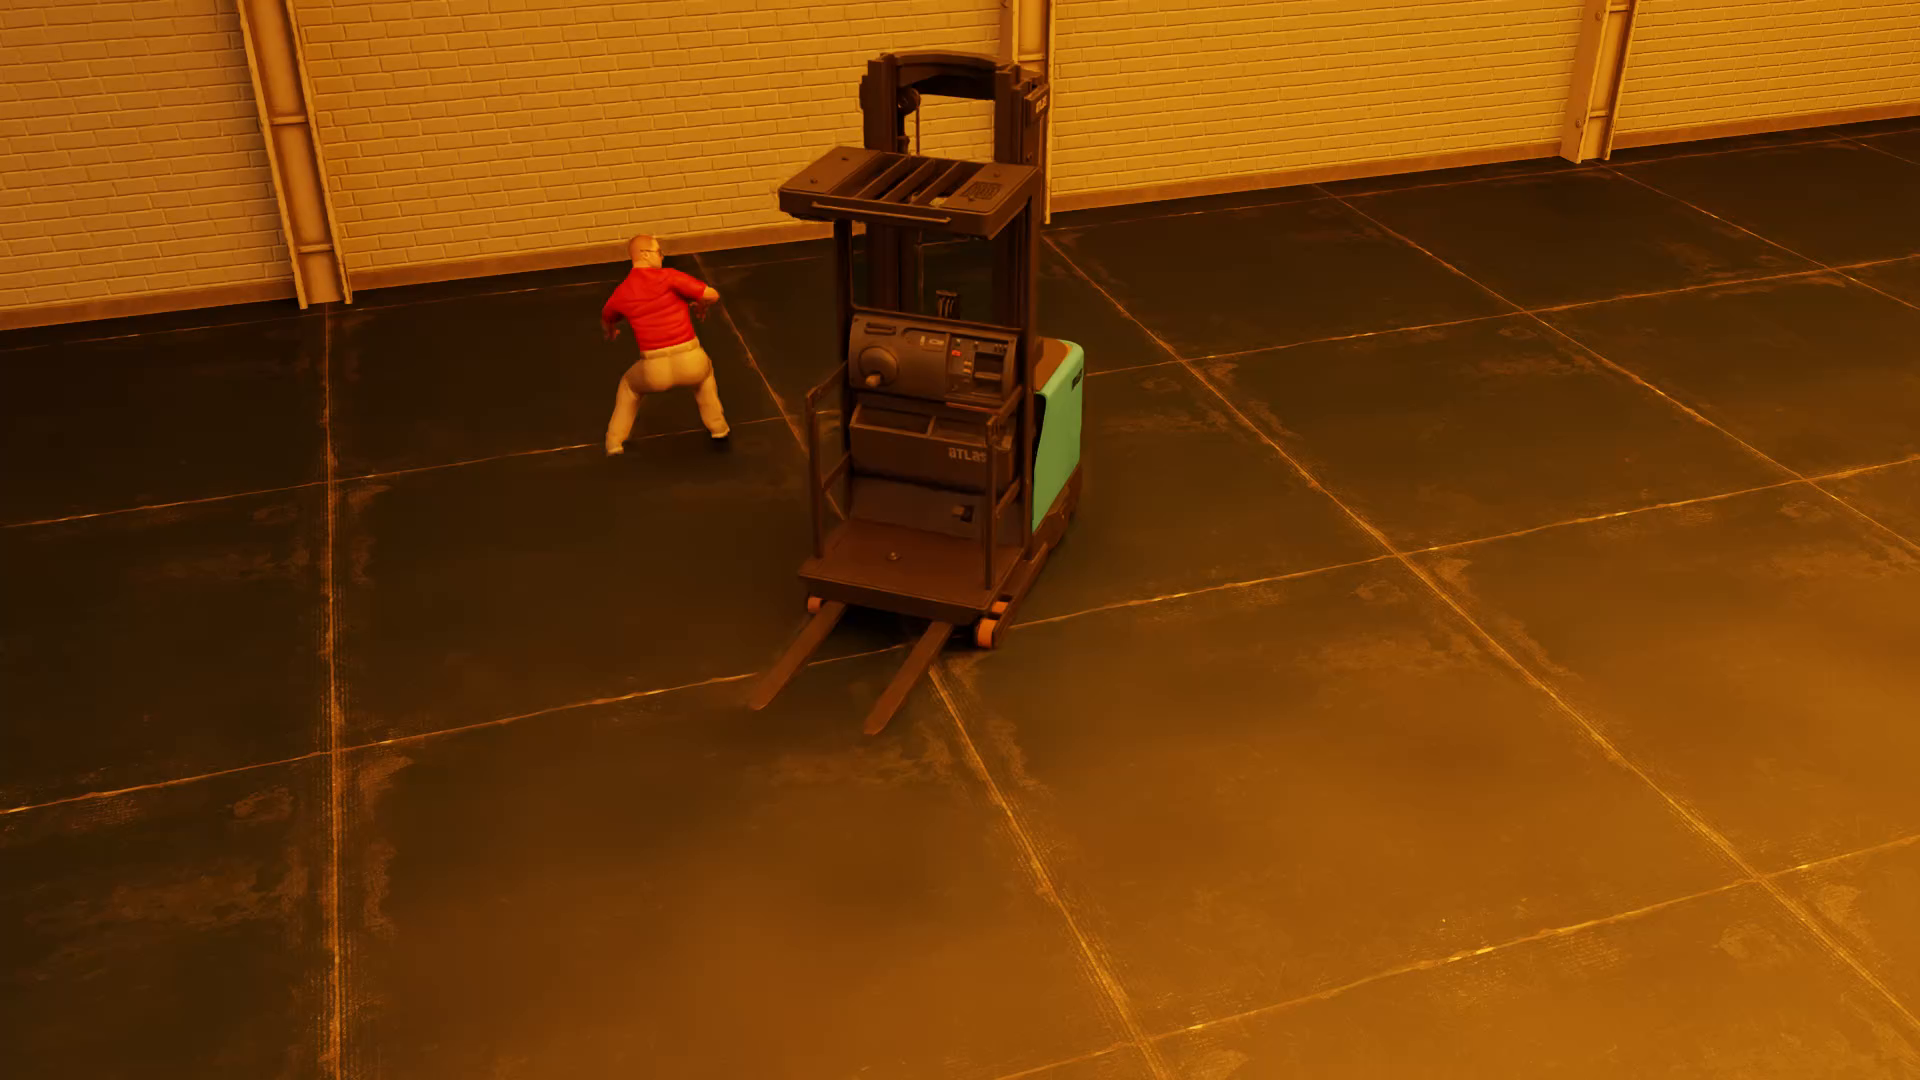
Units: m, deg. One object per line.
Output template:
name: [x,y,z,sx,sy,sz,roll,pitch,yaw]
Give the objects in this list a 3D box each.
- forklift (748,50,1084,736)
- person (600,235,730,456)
forklift: [-0.219,-0.910,8.668,1.130,2.935,3.031,10,31,17]
person: [-1.960,-1.252,10.800,0.840,1.513,0.849,-4,30,-6]
